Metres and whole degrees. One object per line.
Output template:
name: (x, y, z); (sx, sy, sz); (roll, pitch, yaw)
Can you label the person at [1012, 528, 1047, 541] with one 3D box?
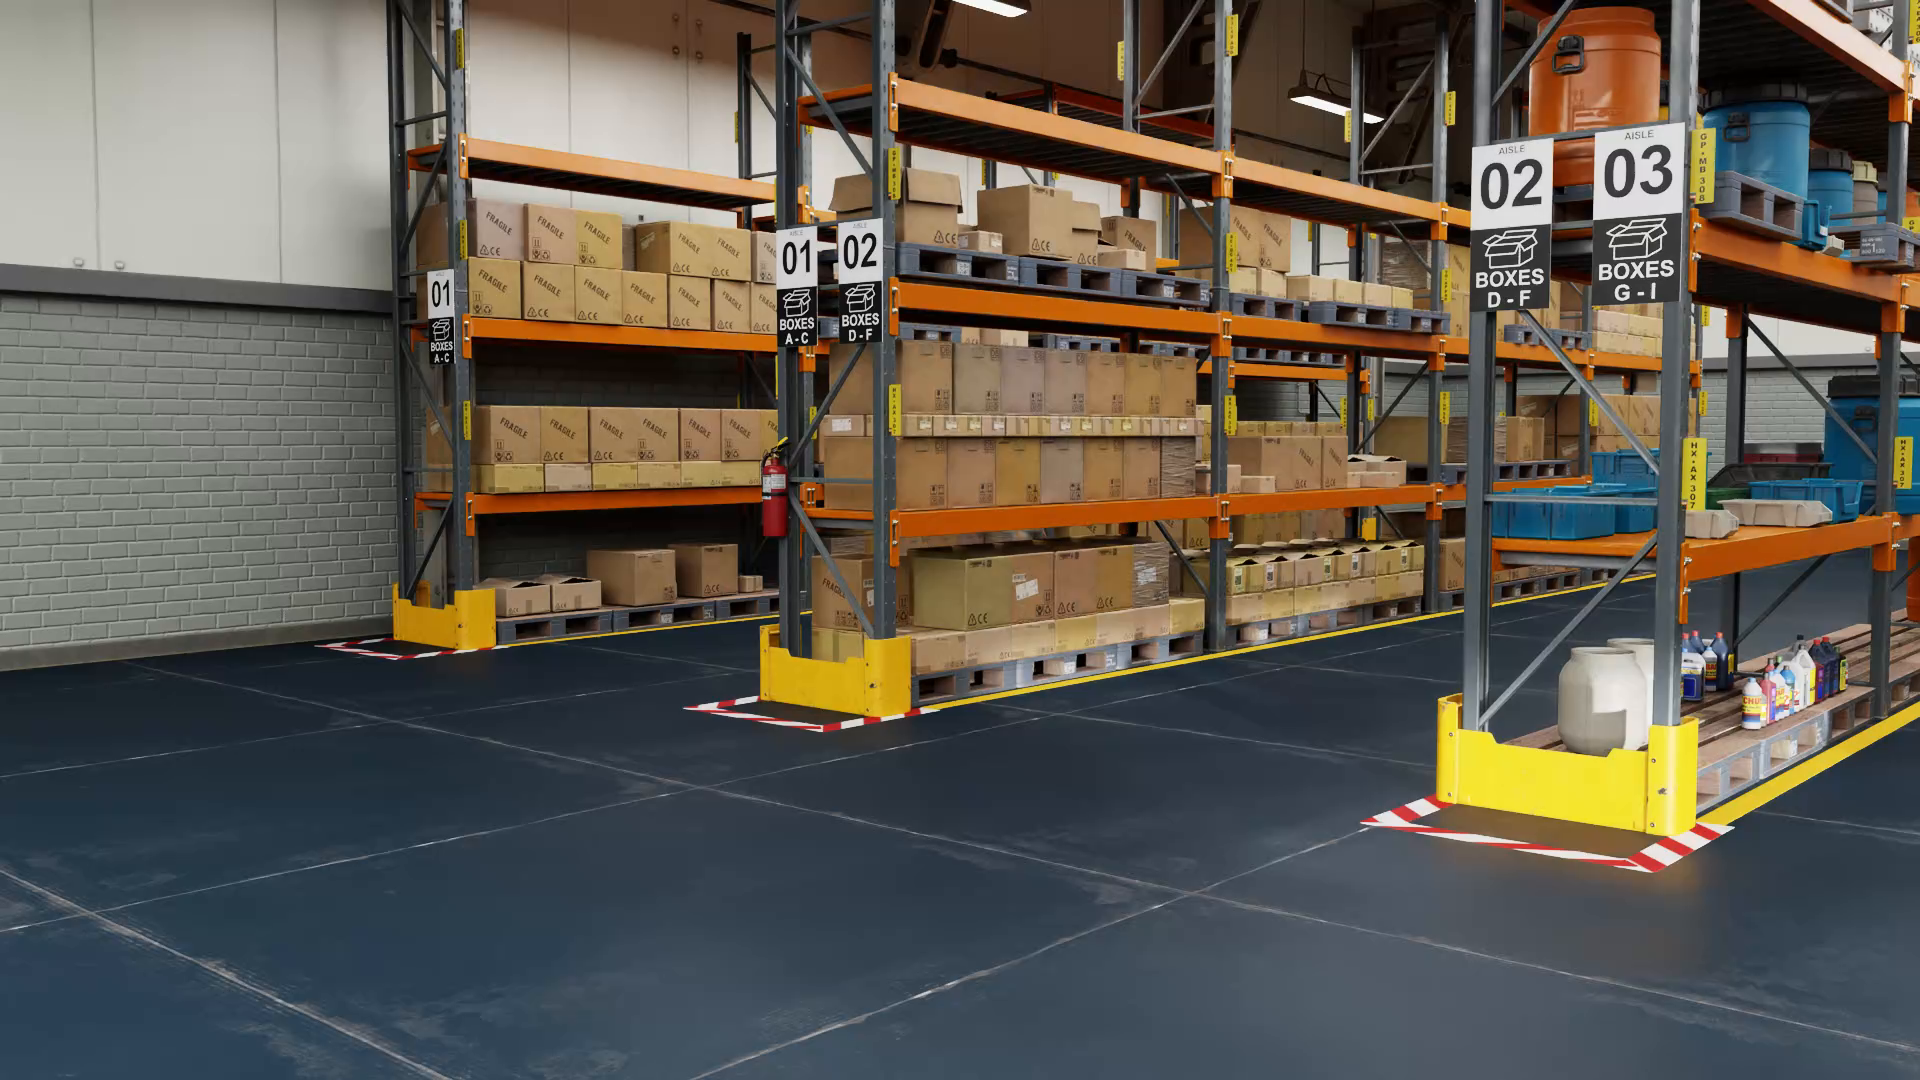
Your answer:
person: (0.685, -0.074, 16.687); (0.366, 1.670, 0.439); (3, 5, 43)
